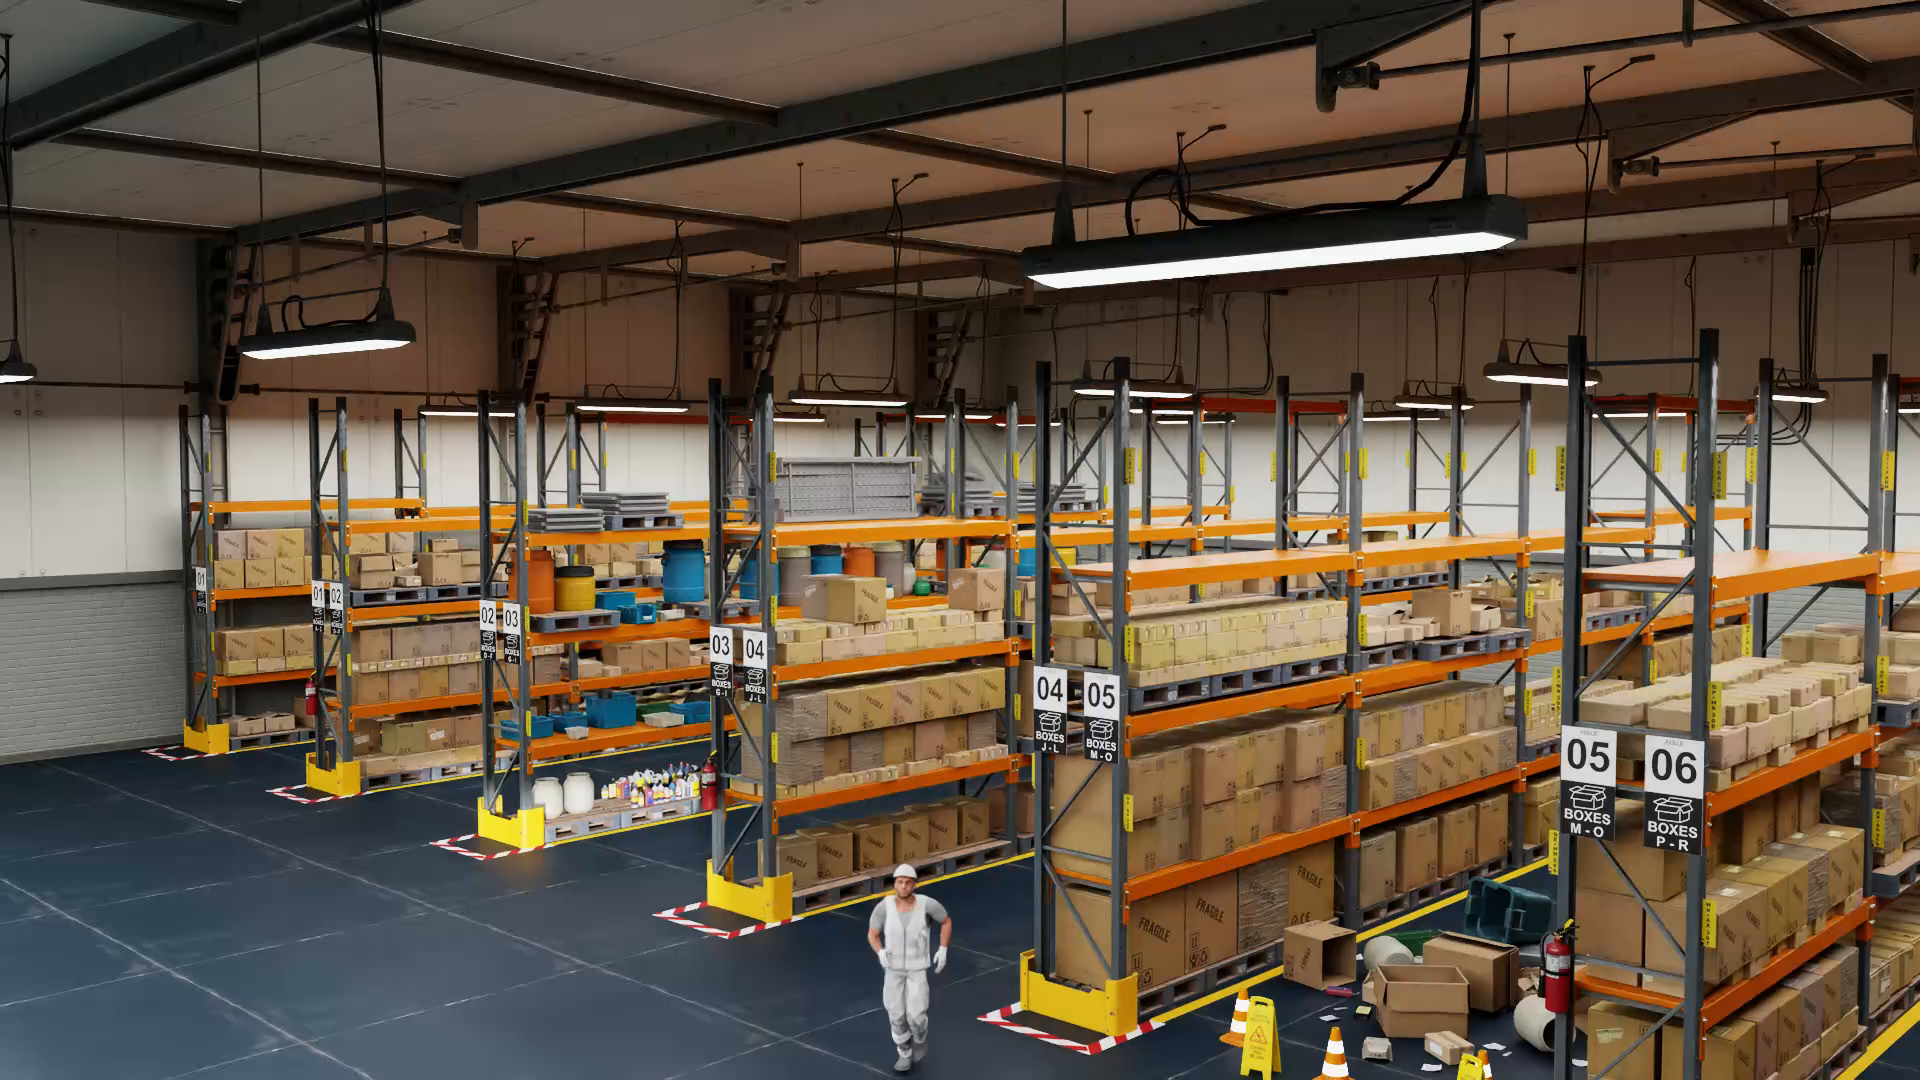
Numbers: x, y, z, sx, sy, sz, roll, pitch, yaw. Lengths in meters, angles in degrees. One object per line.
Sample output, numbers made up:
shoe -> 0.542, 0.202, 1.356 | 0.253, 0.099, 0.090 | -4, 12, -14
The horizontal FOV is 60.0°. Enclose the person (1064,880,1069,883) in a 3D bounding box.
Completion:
person -> 1.235, 3.419, 17.585 | 0.568, 1.700, 0.660 | 2, 4, 38

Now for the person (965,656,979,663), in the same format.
person -> 0.251, 2.353, 32.707 | 0.583, 1.703, 0.825 | 2, 3, 31

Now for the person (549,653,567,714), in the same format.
person -> -7.347, 2.731, 30.363 | 0.598, 1.688, 0.848 | 2, 4, 39

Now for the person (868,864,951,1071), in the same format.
person -> -0.429, 3.556, 13.781 | 0.688, 1.741, 0.598 | 0, 3, 4
